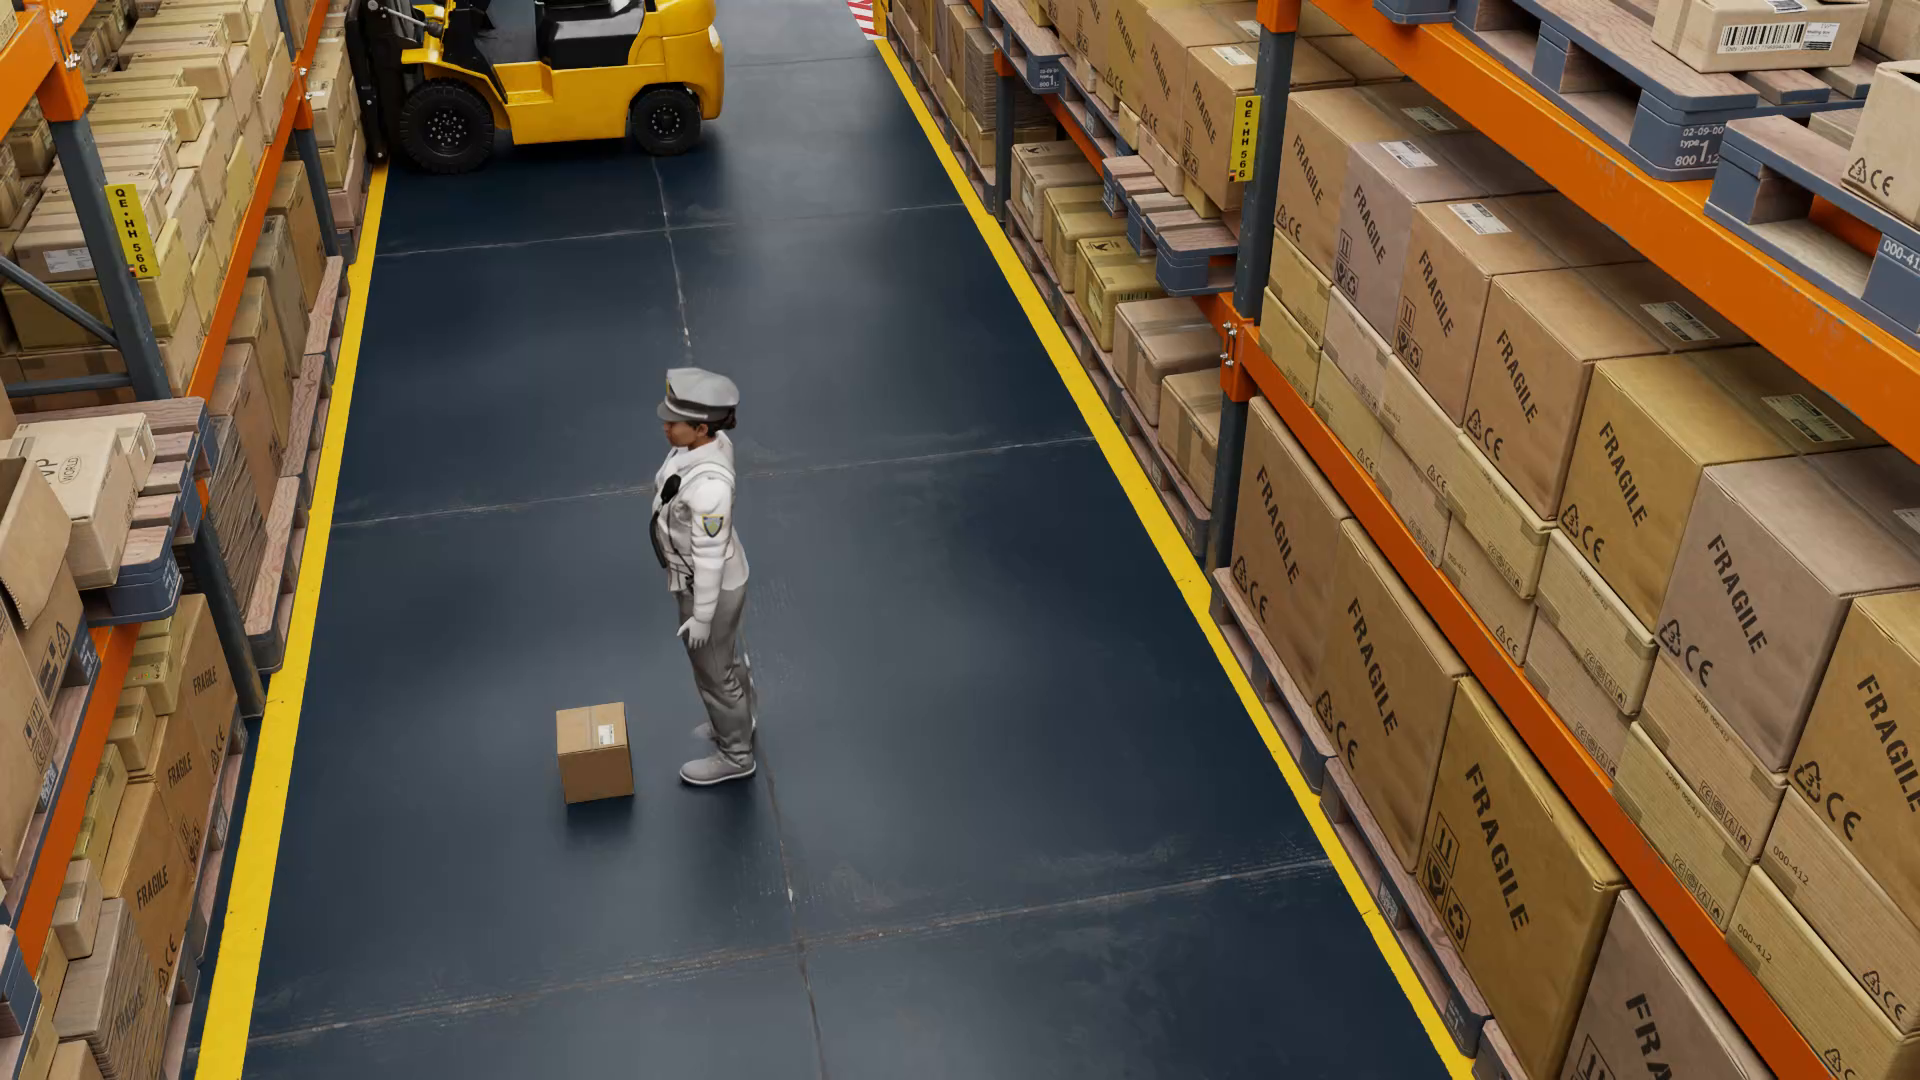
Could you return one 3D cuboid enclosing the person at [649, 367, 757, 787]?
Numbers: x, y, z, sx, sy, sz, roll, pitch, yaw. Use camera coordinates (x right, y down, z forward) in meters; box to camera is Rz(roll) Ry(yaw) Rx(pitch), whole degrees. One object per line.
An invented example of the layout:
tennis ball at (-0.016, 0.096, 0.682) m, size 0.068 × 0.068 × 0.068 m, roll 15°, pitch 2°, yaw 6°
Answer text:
person at (-0.900, 0.172, 5.912) m, size 0.348 × 1.732 × 0.475 m, roll -6°, pitch 35°, yaw -9°
